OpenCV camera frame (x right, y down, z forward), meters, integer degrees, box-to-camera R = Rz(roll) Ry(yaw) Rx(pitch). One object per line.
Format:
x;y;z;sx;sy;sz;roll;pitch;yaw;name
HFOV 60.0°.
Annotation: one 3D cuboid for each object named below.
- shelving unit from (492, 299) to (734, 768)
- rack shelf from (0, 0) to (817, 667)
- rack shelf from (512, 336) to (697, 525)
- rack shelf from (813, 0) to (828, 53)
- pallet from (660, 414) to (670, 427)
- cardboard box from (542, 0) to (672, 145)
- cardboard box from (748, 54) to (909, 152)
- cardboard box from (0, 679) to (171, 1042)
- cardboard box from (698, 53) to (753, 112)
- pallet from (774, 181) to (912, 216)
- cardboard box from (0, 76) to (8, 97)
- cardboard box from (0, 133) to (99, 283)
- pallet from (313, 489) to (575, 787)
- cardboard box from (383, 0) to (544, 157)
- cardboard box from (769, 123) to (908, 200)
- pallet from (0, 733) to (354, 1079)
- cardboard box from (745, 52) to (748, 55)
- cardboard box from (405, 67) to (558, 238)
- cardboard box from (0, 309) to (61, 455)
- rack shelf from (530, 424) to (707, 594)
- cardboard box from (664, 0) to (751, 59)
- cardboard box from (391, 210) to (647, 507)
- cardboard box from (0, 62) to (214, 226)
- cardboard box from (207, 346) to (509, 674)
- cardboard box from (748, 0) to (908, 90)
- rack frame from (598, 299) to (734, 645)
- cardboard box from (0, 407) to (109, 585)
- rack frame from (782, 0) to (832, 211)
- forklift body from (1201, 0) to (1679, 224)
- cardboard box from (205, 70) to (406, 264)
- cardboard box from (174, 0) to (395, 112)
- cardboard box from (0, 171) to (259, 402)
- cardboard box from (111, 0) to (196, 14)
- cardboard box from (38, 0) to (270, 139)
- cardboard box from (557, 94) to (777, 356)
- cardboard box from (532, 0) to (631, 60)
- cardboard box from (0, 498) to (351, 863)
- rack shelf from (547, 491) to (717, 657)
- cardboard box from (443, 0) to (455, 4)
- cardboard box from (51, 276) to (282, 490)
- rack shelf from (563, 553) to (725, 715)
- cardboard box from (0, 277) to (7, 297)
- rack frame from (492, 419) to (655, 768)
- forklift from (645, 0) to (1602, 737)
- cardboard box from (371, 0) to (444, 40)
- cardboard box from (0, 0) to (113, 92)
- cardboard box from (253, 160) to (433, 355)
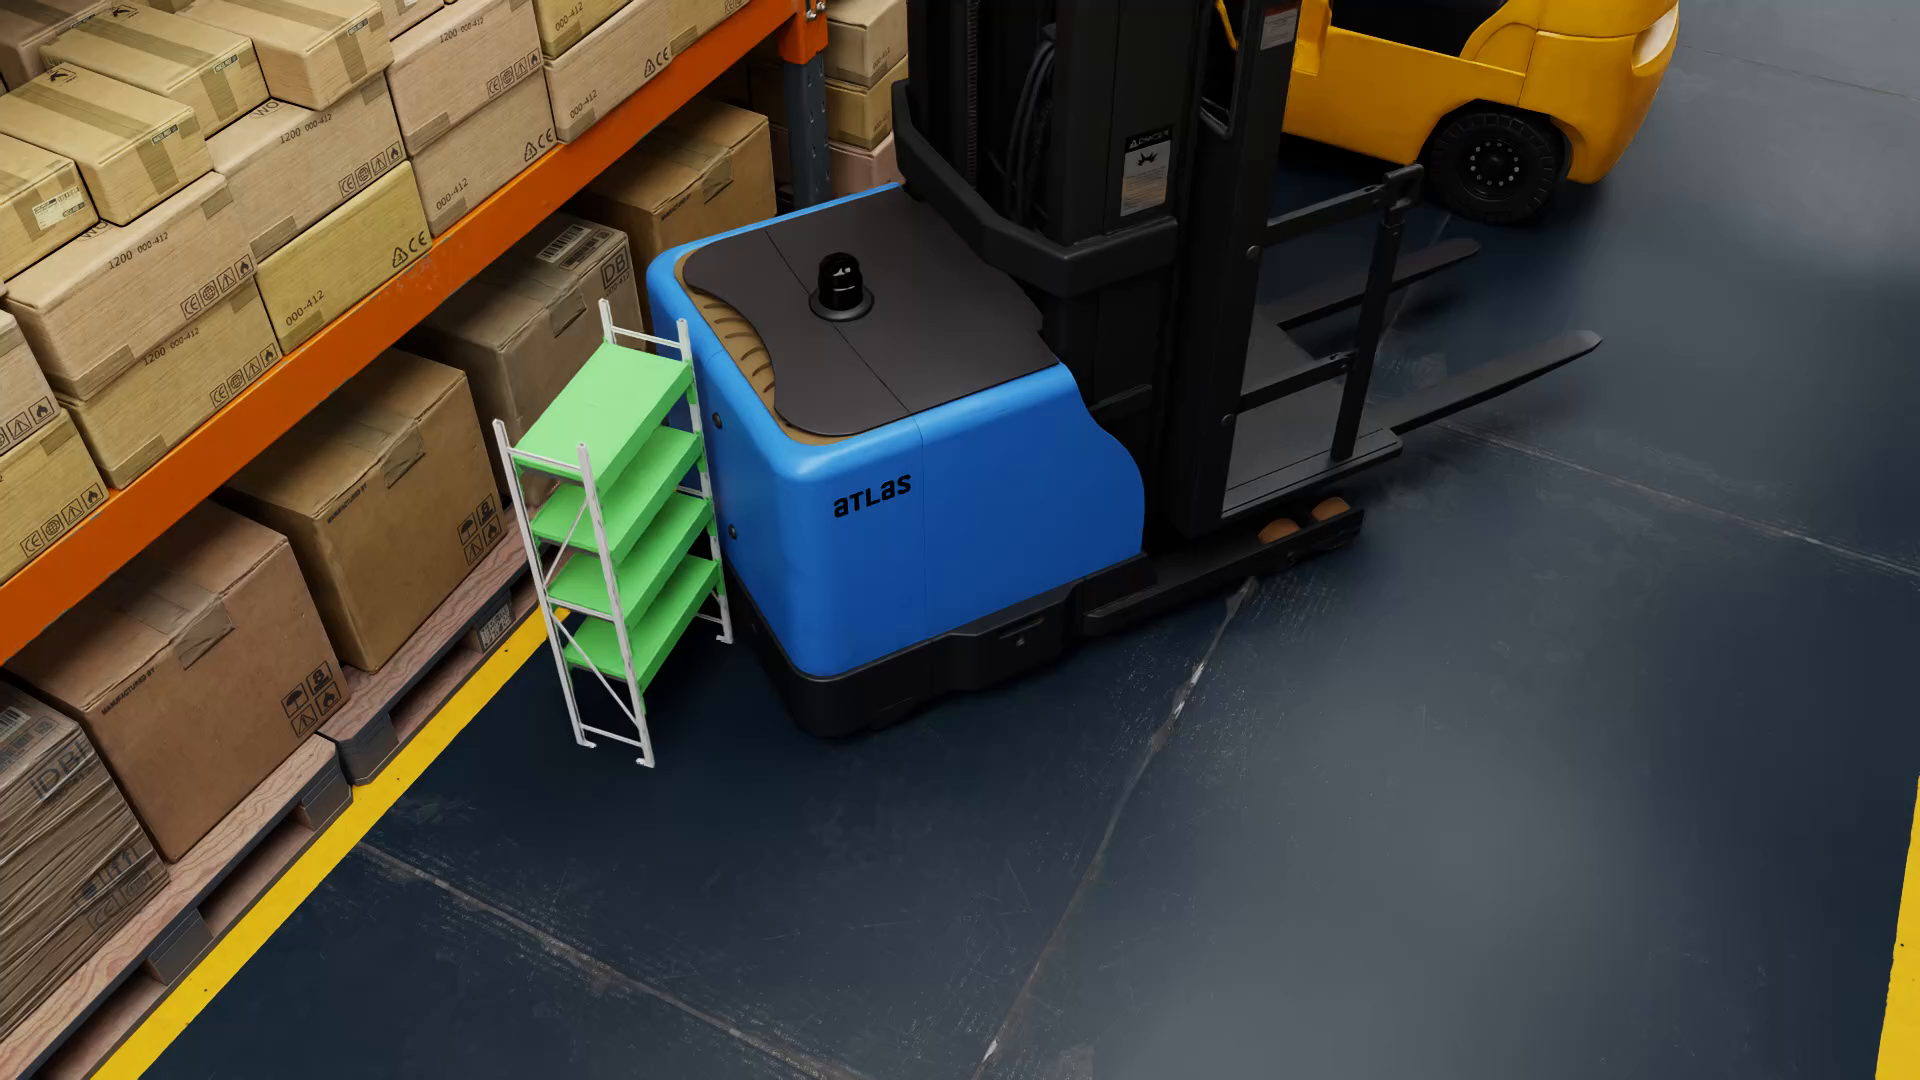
-0.876;0.016;4.391;0.258;1.200;0.503;15;47;15;shelving unit
-1.856;-0.644;4.283;1.077;0.370;4.000;20;49;19;rack shelf
-0.876;-0.277;4.095;0.258;0.148;0.480;15;47;15;rack shelf
0.001;-3.164;6.773;1.077;0.370;4.000;20;49;19;rack shelf
-1.235;-0.699;5.793;1.003;0.211;1.213;20;49;19;pallet
-1.158;-1.381;4.612;0.500;0.250;0.500;20;49;19;cardboard box
-0.429;-1.716;6.124;0.500;0.250;0.500;20;49;19;cardboard box
-2.482;0.662;3.861;0.875;0.625;0.625;22;49;20;cardboard box
-0.883;-1.888;6.293;0.500;0.250;0.500;19;48;18;cardboard box
-0.521;-1.663;6.746;1.003;0.211;1.213;20;49;19;pallet
-2.331;-1.018;3.620;0.380;0.149;0.250;20;49;18;cardboard box
-1.955;-0.679;3.286;0.380;0.149;0.250;21;49;19;cardboard box
-1.800;0.072;5.030;1.003;0.211;1.213;20;49;19;pallet
-1.403;-1.239;4.120;0.500;0.250;0.500;21;49;20;cardboard box
-0.409;-1.533;6.294;0.500;0.250;0.500;21;49;19;cardboard box
-2.367;0.838;4.273;1.003;0.211;1.213;20;49;19;pallet
-0.870;-2.063;6.115;0.500;0.250;0.500;21;49;20;cardboard box
-1.415;-1.079;4.313;0.500;0.250;0.500;21;49;19;cardboard box
-2.128;-0.274;3.165;0.500;0.250;0.500;22;49;20;cardboard box
-0.876;-0.108;4.266;0.258;0.148;0.480;15;47;15;rack shelf
-0.929;-1.700;4.927;0.500;0.250;0.500;22;49;20;cardboard box
-1.526;-0.651;5.158;0.875;0.625;0.625;20;49;19;cardboard box
-1.785;-0.820;3.425;0.380;0.149;0.250;21;49;20;cardboard box
-1.874;-0.176;4.690;0.875;0.625;0.625;19;48;17;cardboard box
-0.425;-1.890;5.944;0.500;0.250;0.500;20;49;18;cardboard box
-0.788;-0.146;4.551;0.240;1.200;0.015;15;47;15;rack frame
-2.124;-0.098;3.343;0.500;0.250;0.500;19;48;18;cardboard box
-0.927;-2.156;5.272;1.000;3.000;0.127;20;49;19;rack frame
1.665;-2.581;6.289;2.313;2.155;1.214;20;49;19;forklift body
-1.654;-0.927;3.812;0.500;0.250;0.500;21;49;20;cardboard box
-1.510;-1.124;3.725;0.380;0.149;0.250;19;48;18;cardboard box
-1.869;-0.597;3.485;0.500;0.250;0.500;19;48;18;cardboard box
-2.029;-1.324;3.923;0.380;0.149;0.250;21;49;19;cardboard box
-1.750;-1.016;3.618;0.380;0.149;0.250;20;49;19;cardboard box
-1.159;-1.137;5.639;0.875;0.625;0.625;23;50;21;cardboard box
-1.161;-1.559;4.436;0.500;0.250;0.500;19;48;18;cardboard box
-2.186;0.248;4.270;0.875;0.625;0.625;22;49;20;cardboard box
-0.876;0.061;4.436;0.258;0.148;0.480;15;47;15;rack shelf
-1.335;-1.472;4.069;0.380;0.149;0.250;19;48;18;cardboard box
-1.891;-0.425;3.666;0.500;0.250;0.500;19;48;18;cardboard box
-0.876;0.229;4.607;0.258;0.148;0.480;15;47;15;rack shelf
-2.046;-0.511;3.120;0.380;0.149;0.250;21;49;19;cardboard box
-0.963;0.178;4.231;0.240;1.200;0.015;15;47;15;rack frame
0.675;-1.246;4.420;3.031;2.935;1.130;-21;49;-19;forklift
-1.456;-1.316;3.916;0.380;0.149;0.250;21;49;19;cardboard box
-2.117;-1.145;3.746;0.380;0.149;0.250;22;49;20;cardboard box
-1.648;-0.751;3.989;0.500;0.250;0.500;22;49;20;cardboard box
